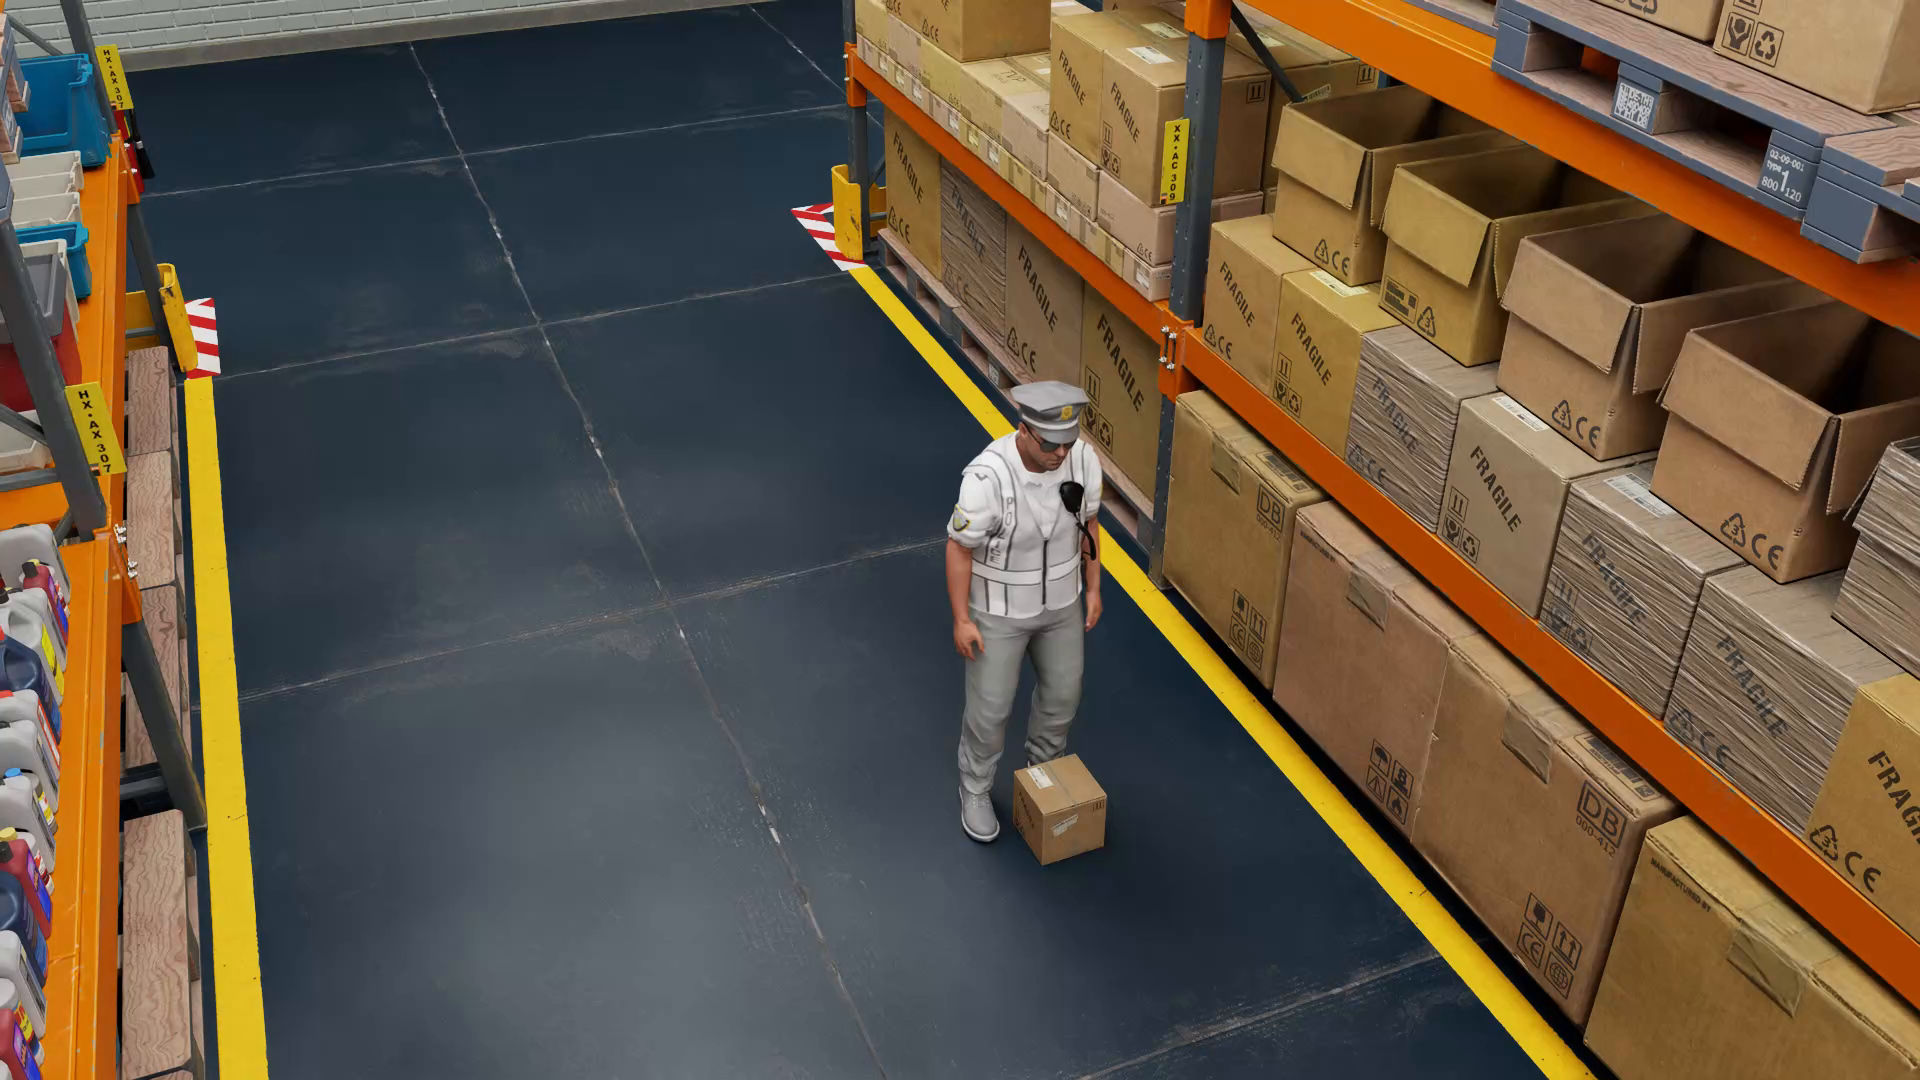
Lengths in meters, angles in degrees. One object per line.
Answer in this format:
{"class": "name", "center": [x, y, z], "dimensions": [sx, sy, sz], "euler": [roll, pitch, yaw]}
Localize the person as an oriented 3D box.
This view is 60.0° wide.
{"class": "person", "center": [0.227, 0.212, 5.811], "dimensions": [0.588, 1.748, 0.435], "euler": [-15, 36, -22]}
